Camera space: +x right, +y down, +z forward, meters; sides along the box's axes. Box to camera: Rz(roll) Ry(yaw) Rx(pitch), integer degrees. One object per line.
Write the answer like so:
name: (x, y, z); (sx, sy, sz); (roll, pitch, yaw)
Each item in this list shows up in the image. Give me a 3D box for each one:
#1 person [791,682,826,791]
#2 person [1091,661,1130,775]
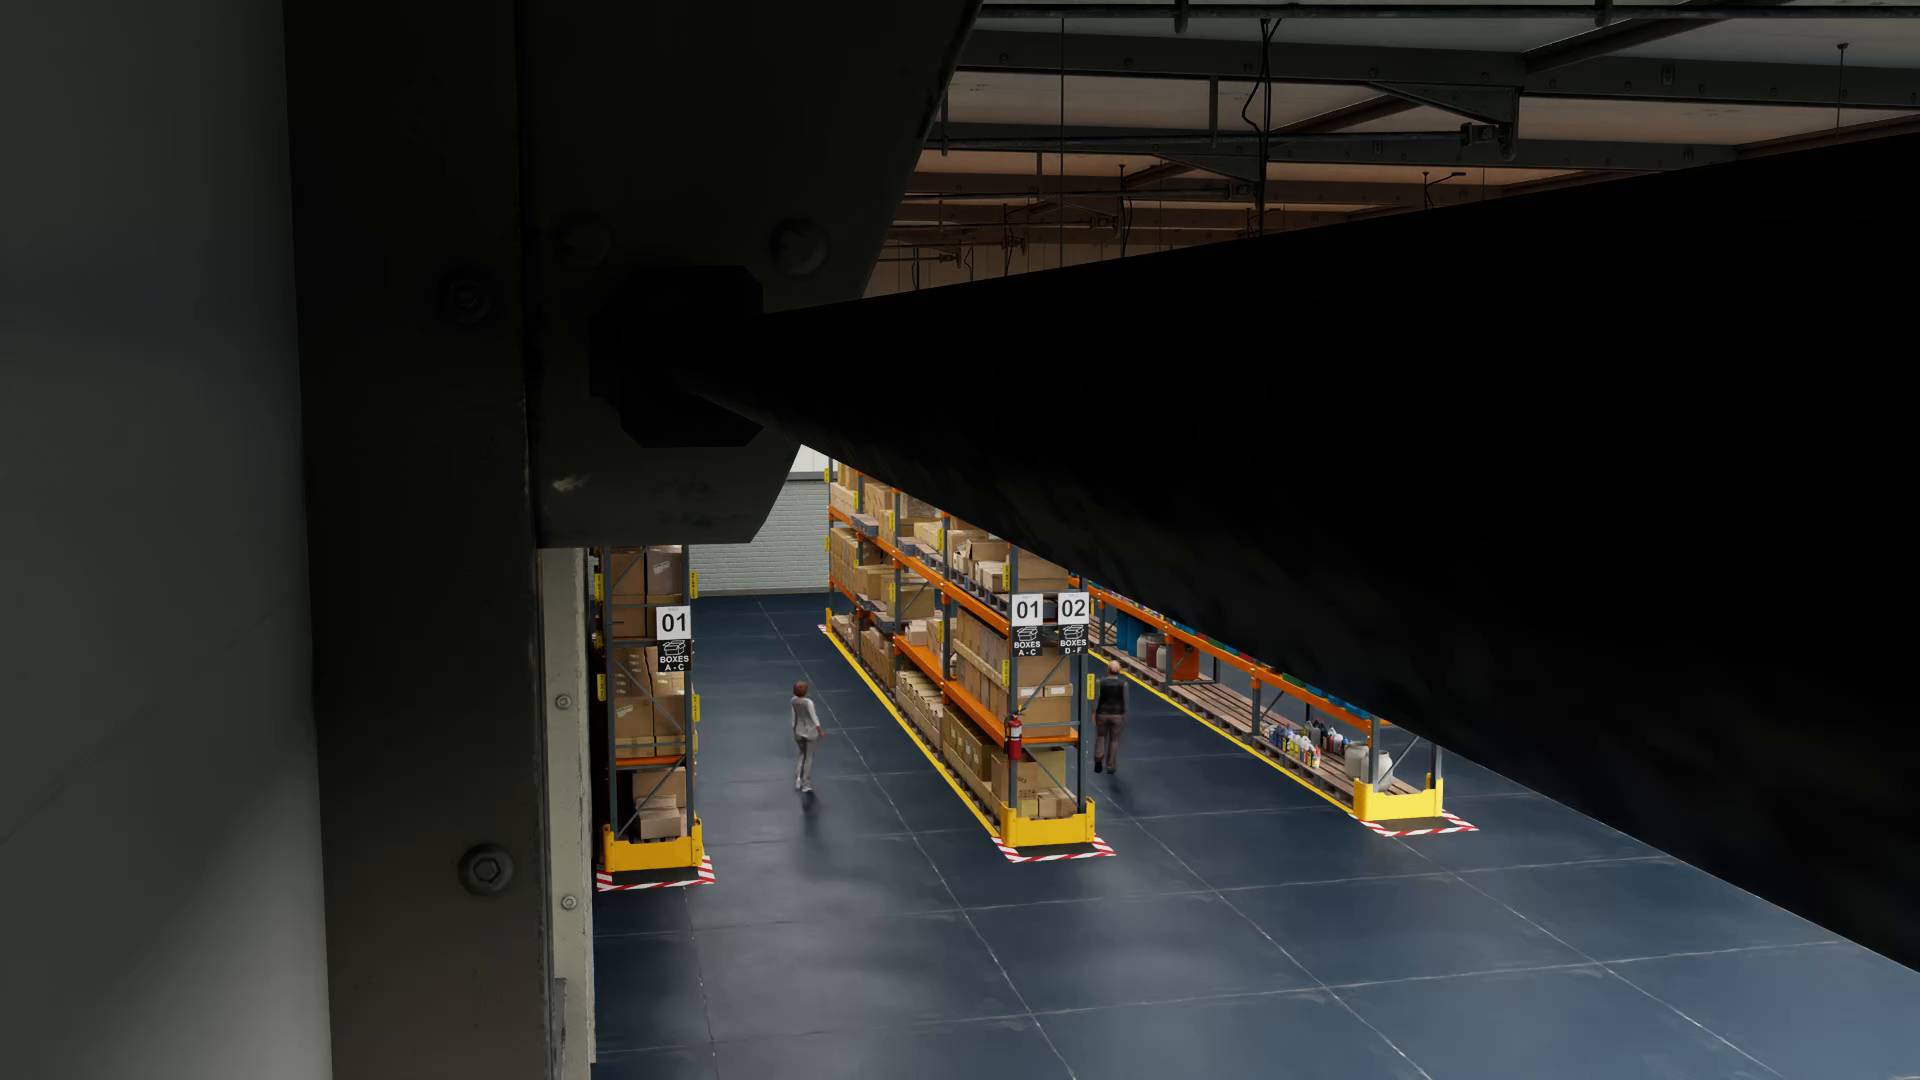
person: (-2.149, 2.775, 23.456); (0.445, 1.602, 0.429); (5, 9, 37)
person: (2.221, 2.615, 24.354); (0.529, 1.750, 0.520); (5, 8, 37)
